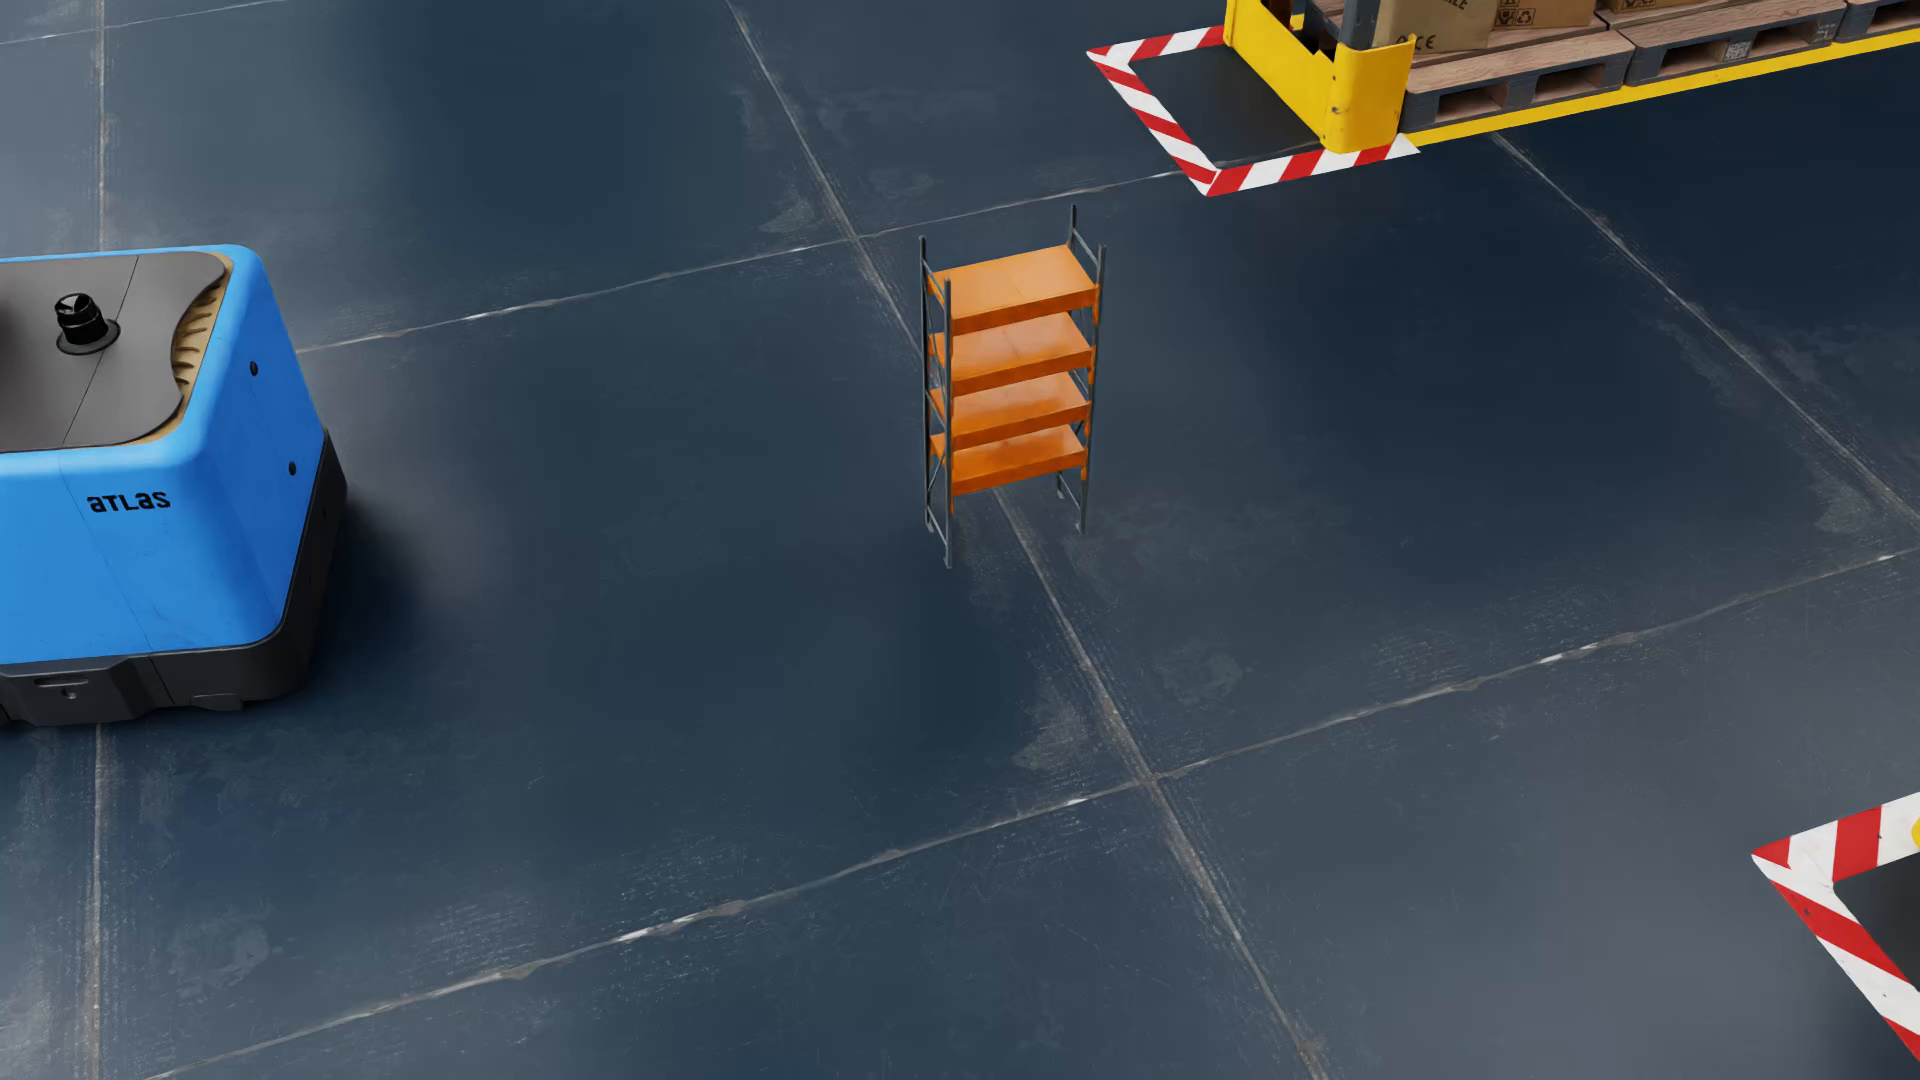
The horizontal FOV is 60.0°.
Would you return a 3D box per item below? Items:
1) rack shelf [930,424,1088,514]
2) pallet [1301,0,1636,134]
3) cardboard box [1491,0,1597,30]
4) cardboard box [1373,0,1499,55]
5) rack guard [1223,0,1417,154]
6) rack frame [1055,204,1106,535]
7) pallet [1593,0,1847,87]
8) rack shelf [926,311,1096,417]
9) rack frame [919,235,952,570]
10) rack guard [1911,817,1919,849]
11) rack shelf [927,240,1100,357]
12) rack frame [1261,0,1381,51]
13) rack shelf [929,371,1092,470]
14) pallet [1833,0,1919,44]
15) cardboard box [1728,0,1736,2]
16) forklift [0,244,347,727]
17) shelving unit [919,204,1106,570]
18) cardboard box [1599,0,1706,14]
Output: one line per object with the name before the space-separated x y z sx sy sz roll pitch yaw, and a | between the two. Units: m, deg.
rack shelf | 0.156 -0.276 5.553 0.480 0.148 0.258 -14 47 -14
pallet | 2.417 -2.402 7.995 1.213 0.211 1.003 -14 47 -14
cardboard box | 2.713 -2.767 7.859 0.500 0.500 0.500 -3 45 -3
cardboard box | 2.162 -2.601 7.693 0.500 0.500 0.500 -6 45 -6
rack guard | 1.641 -2.332 7.721 0.348 0.500 1.175 -14 47 -14
rack frame | 0.385 -0.522 5.423 0.015 1.200 0.240 -14 47 -14
pallet | 3.563 -2.692 8.284 1.213 0.211 1.003 -14 47 -14
rack shelf | 0.156 -0.574 5.254 0.480 0.148 0.258 -14 47 -14
rack frame | -0.074 -0.405 5.306 0.015 1.200 0.240 -14 47 -14
rack guard | 3.136 1.021 4.379 0.348 0.500 1.175 -14 47 -14
rack shelf | 0.156 -0.741 5.086 0.480 0.148 0.258 -14 47 -14
rack frame | 1.569 -3.196 6.817 0.127 3.000 1.000 -14 47 -14
rack shelf | 0.156 -0.416 5.412 0.480 0.148 0.258 -14 47 -14
pallet | 4.712 -2.988 8.579 1.213 0.211 1.003 -14 47 -14
cardboard box | 3.849 -3.010 8.100 0.500 0.500 0.500 -18 48 -17
forklift | -3.608 -0.749 4.427 3.031 2.935 1.130 -5 45 -4
shelving unit | 0.156 -0.463 5.365 0.503 1.200 0.258 -14 47 -14
cardboard box | 3.308 -2.905 7.996 0.500 0.500 0.500 -10 46 -10
